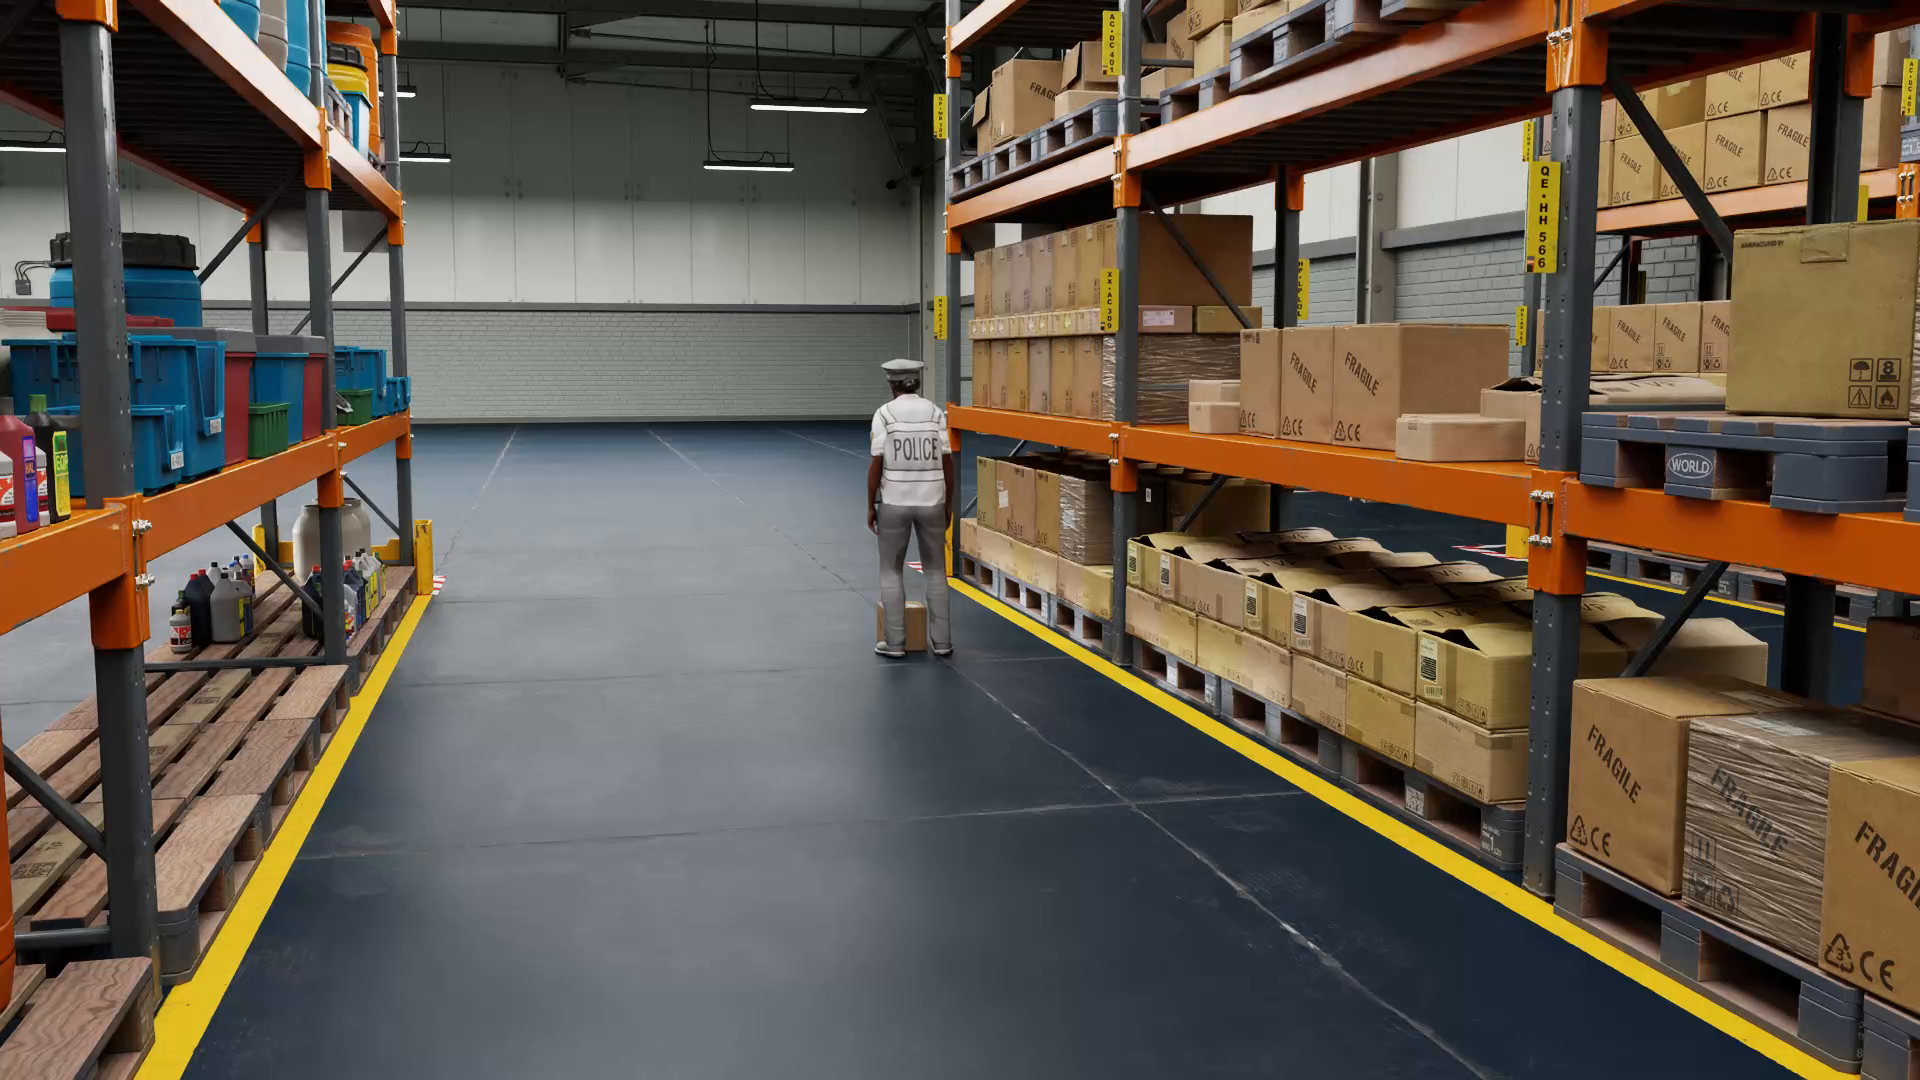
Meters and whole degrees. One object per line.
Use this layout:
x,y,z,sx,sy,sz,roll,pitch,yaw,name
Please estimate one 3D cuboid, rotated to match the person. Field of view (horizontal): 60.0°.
-0.270,-0.177,9.317,0.512,1.657,0.399,-2,6,-14,person
